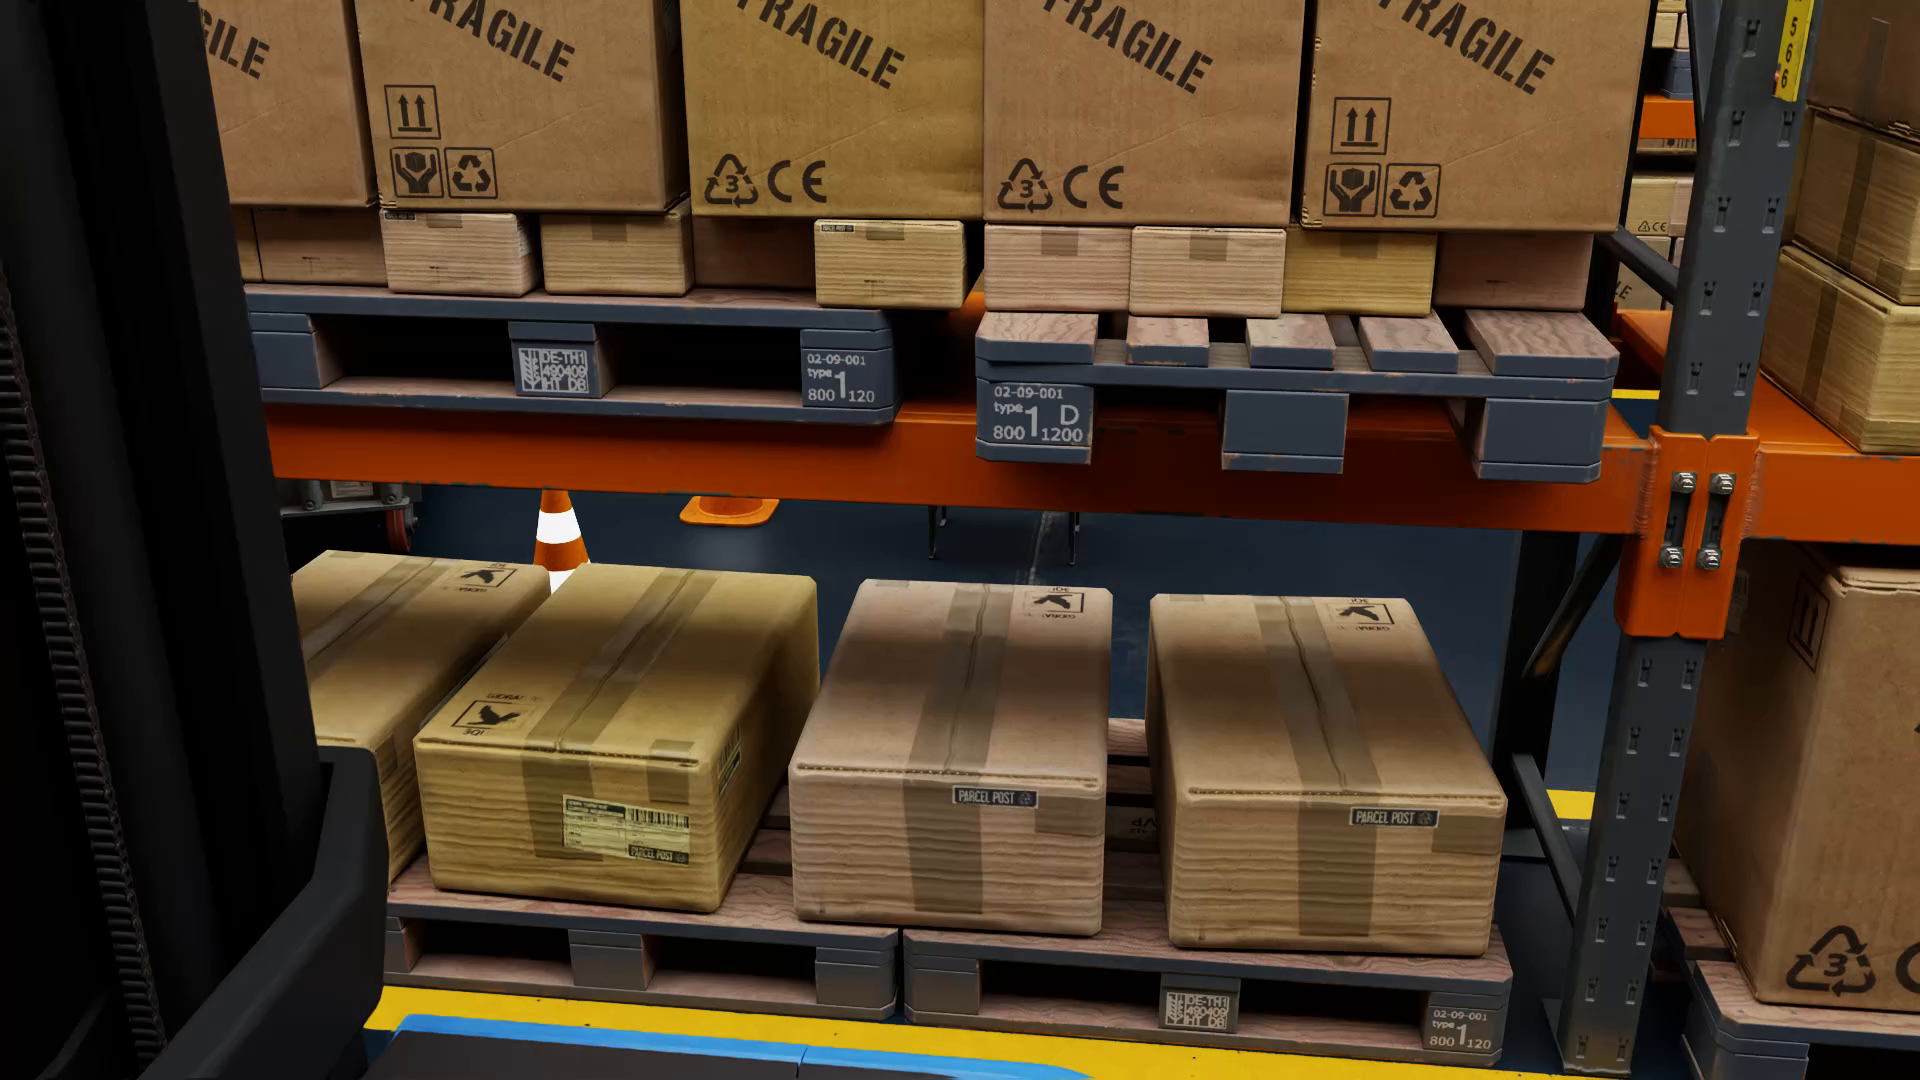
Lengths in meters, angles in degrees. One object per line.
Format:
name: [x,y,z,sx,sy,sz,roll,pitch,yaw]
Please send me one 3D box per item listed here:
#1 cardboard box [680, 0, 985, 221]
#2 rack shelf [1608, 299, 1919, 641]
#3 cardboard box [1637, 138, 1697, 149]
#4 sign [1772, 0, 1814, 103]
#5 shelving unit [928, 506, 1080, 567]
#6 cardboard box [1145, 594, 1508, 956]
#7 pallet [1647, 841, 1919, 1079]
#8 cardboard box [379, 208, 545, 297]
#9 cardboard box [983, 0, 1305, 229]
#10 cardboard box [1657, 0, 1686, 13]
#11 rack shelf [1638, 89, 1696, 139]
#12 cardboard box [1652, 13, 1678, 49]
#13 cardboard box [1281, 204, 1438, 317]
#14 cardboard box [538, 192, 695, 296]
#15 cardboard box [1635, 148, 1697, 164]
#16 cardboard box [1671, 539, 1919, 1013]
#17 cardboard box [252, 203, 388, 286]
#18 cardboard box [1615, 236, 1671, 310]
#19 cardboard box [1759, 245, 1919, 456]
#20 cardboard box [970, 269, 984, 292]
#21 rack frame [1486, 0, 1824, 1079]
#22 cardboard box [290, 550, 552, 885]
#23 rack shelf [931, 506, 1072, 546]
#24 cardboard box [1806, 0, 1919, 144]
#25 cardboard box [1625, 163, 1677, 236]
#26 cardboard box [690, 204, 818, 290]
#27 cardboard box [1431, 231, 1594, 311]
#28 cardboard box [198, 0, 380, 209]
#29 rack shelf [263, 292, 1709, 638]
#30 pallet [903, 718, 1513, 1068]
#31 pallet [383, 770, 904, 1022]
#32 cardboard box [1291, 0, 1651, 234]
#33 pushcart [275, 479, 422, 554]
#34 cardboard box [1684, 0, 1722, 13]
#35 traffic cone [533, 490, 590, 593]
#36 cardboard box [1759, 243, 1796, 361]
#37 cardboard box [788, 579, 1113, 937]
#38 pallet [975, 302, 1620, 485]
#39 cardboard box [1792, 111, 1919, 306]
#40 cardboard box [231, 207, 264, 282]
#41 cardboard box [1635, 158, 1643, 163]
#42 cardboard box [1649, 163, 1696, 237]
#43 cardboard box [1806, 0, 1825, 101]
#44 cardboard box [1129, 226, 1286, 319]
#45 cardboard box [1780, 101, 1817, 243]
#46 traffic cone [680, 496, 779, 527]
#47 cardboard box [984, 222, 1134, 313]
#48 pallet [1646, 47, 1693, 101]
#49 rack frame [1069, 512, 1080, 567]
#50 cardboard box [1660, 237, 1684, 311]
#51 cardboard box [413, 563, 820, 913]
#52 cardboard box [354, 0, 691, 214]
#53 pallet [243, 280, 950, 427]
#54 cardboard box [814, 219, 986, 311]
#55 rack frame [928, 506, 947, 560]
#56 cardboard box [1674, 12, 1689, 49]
cardboard box: [-0.189,-0.860,2.923,0.500,0.500,0.500,1,22,3]
rack shelf: [3.297,-0.101,3.094,4.000,0.370,1.077,2,22,6]
cardboard box: [4.924,-3.233,12.356,0.875,0.875,1.225,2,22,4]
sign: [1.257,-0.825,2.480,0.005,0.325,0.100,2,22,6]
shelving unit: [0.164,-0.969,5.536,0.503,2.100,0.431,2,22,6]
cardboard box: [0.751,0.477,3.657,0.625,0.372,0.950,1,22,3]
pallet: [2.085,0.836,3.537,1.213,0.211,1.003,2,22,6]
cardboard box: [-0.858,-0.568,3.066,0.250,0.149,0.380,3,22,8]
cardboard box: [0.312,-0.839,2.869,0.500,0.500,0.500,2,22,5]
cardboard box: [3.035,-2.424,7.357,0.250,0.149,0.380,3,22,7]
rack shelf: [3.779,-1.912,7.676,4.000,0.370,1.077,2,22,6]
cardboard box: [3.016,-2.285,7.409,0.250,0.149,0.380,3,22,9]
cardboard box: [0.683,-0.514,2.930,0.250,0.149,0.380,3,22,7]
cardboard box: [-0.590,-0.567,3.064,0.250,0.149,0.380,2,22,5]
cardboard box: [3.509,-1.736,8.059,0.500,0.250,0.500,3,22,8]
cardboard box: [1.987,0.331,3.341,0.875,0.875,0.875,2,22,6]
cardboard box: [-1.116,-0.598,3.143,0.250,0.149,0.380,3,22,7]
cardboard box: [2.965,-1.222,7.780,0.500,0.500,0.500,3,22,7]
cardboard box: [1.767,-0.339,2.922,0.500,0.250,0.500,2,22,5]
cardboard box: [0.331,-1.578,8.341,0.750,0.750,1.050,3,22,7]
rack frame: [1.311,-0.522,3.180,0.127,3.000,1.000,2,22,6]
cardboard box: [-1.426,0.383,3.893,0.625,0.372,0.950,4,22,10]
rack shelf: [0.164,-0.306,5.798,0.480,0.518,0.431,2,22,6]
cardboard box: [1.772,-0.923,2.698,0.500,0.500,0.500,2,22,5]
cardboard box: [2.953,-1.575,7.653,0.500,0.250,0.500,2,22,6]
cardboard box: [-0.331,-0.586,3.112,0.250,0.149,0.380,3,22,7]
cardboard box: [0.958,-0.529,2.968,0.250,0.149,0.380,3,22,8]
cardboard box: [-1.242,-0.902,3.030,0.500,0.500,0.500,2,22,6]
rack shelf: [-0.675,-0.274,3.531,4.000,0.370,1.077,2,22,6]
pallet: [0.535,0.740,3.780,1.213,0.211,1.003,2,22,6]
pallet: [-0.673,0.687,3.916,1.213,0.211,1.003,2,22,6]
cardboard box: [0.827,-0.820,2.823,0.500,0.500,0.500,2,22,5]
pushcart: [-2.442,-0.310,6.211,0.936,0.377,1.648,-5,22,-12]
cardboard box: [3.282,-2.413,7.329,0.250,0.149,0.380,3,22,6]
traffic cone: [-1.265,0.027,5.241,0.334,0.463,0.336,2,22,6]
cardboard box: [1.844,-0.525,3.392,0.500,0.250,0.500,2,22,4]
cardboard box: [0.017,0.448,3.730,0.625,0.372,0.950,2,22,5]
pallet: [0.591,-0.425,3.195,1.003,0.211,1.213,2,22,6]
cardboard box: [1.785,-0.573,2.832,0.500,0.250,0.500,2,22,6]
cardboard box: [-1.362,-0.609,3.172,0.250,0.149,0.380,3,22,7]
cardboard box: [3.006,-1.763,8.129,0.500,0.250,0.500,3,22,7]
cardboard box: [3.443,-1.549,7.587,0.500,0.250,0.500,3,22,7]
cardboard box: [1.855,-1.107,3.163,0.500,0.500,0.500,2,22,5]
cardboard box: [0.428,-0.508,2.916,0.250,0.149,0.380,2,22,6]
cardboard box: [1.822,-0.756,3.297,0.500,0.250,0.500,2,22,6]
traffic cone: [-0.859,-0.325,6.133,0.334,0.463,0.336,2,22,6]
cardboard box: [0.179,-0.522,2.951,0.250,0.149,0.380,1,22,4]
pallet: [3.764,-2.174,7.619,1.213,0.211,1.003,2,22,6]
rack frame: [0.407,-0.959,5.509,0.015,2.100,0.400,2,22,6]
cardboard box: [3.476,-1.202,7.728,0.500,0.500,0.500,2,22,5]
cardboard box: [-0.735,0.413,3.819,0.625,0.372,0.950,3,22,8]
cardboard box: [-0.731,-0.884,2.984,0.500,0.500,0.500,2,22,4]
pallet: [-0.660,-0.503,3.394,1.213,0.211,1.003,2,22,6]
cardboard box: [-0.096,-0.529,2.969,0.250,0.149,0.380,3,22,7]
rack frame: [-0.078,-0.980,5.562,0.015,2.100,0.400,2,22,6]
cardboard box: [3.281,-2.274,7.383,0.250,0.149,0.380,3,22,8]
